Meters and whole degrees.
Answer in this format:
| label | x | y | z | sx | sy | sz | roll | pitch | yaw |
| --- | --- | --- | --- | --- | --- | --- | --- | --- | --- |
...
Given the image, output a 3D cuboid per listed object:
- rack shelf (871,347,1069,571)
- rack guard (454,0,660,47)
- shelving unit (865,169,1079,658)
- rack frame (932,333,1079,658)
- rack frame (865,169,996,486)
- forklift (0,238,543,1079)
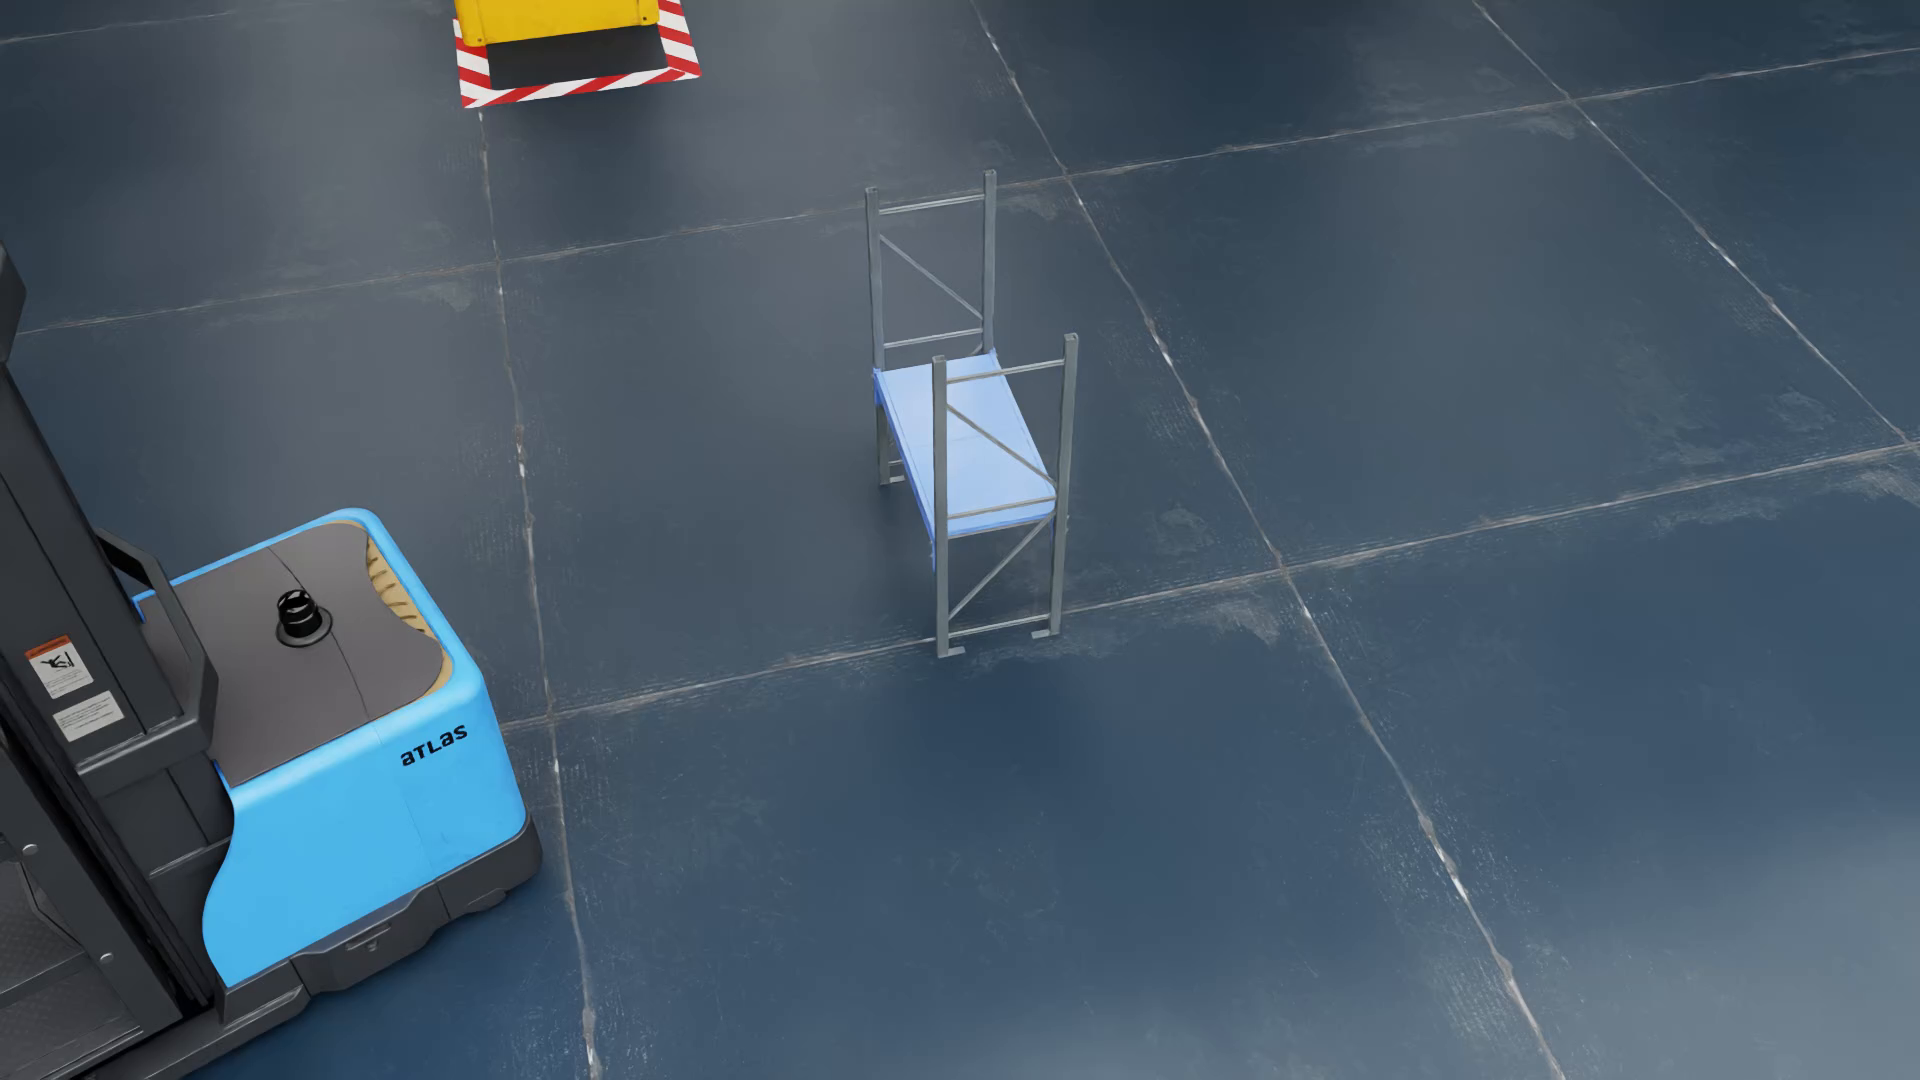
| label | x | y | z | sx | sy | sz | roll | pitch | yaw |
| --- | --- | --- | --- | --- | --- | --- | --- | --- | --- |
| rack shelf | 0.022 | -0.340 | 6.536 | 0.538 | 0.185 | 1.000 | -11 | 47 | -10 |
| rack guard | -2.417 | -3.317 | 9.901 | 1.175 | 0.500 | 0.348 | -11 | 47 | -10 |
| shelving unit | 0.022 | -0.466 | 6.407 | 0.538 | 1.500 | 1.048 | -11 | 47 | -10 |
| rack frame | 0.152 | -0.115 | 6.063 | 0.500 | 1.500 | 0.032 | -11 | 47 | -10 |
| rack frame | -0.108 | -0.817 | 6.751 | 0.500 | 1.500 | 0.032 | -11 | 47 | -10 |
| forklift | -2.952 | 0.483 | 4.475 | 3.031 | 2.935 | 1.130 | -27 | 51 | -24 |
